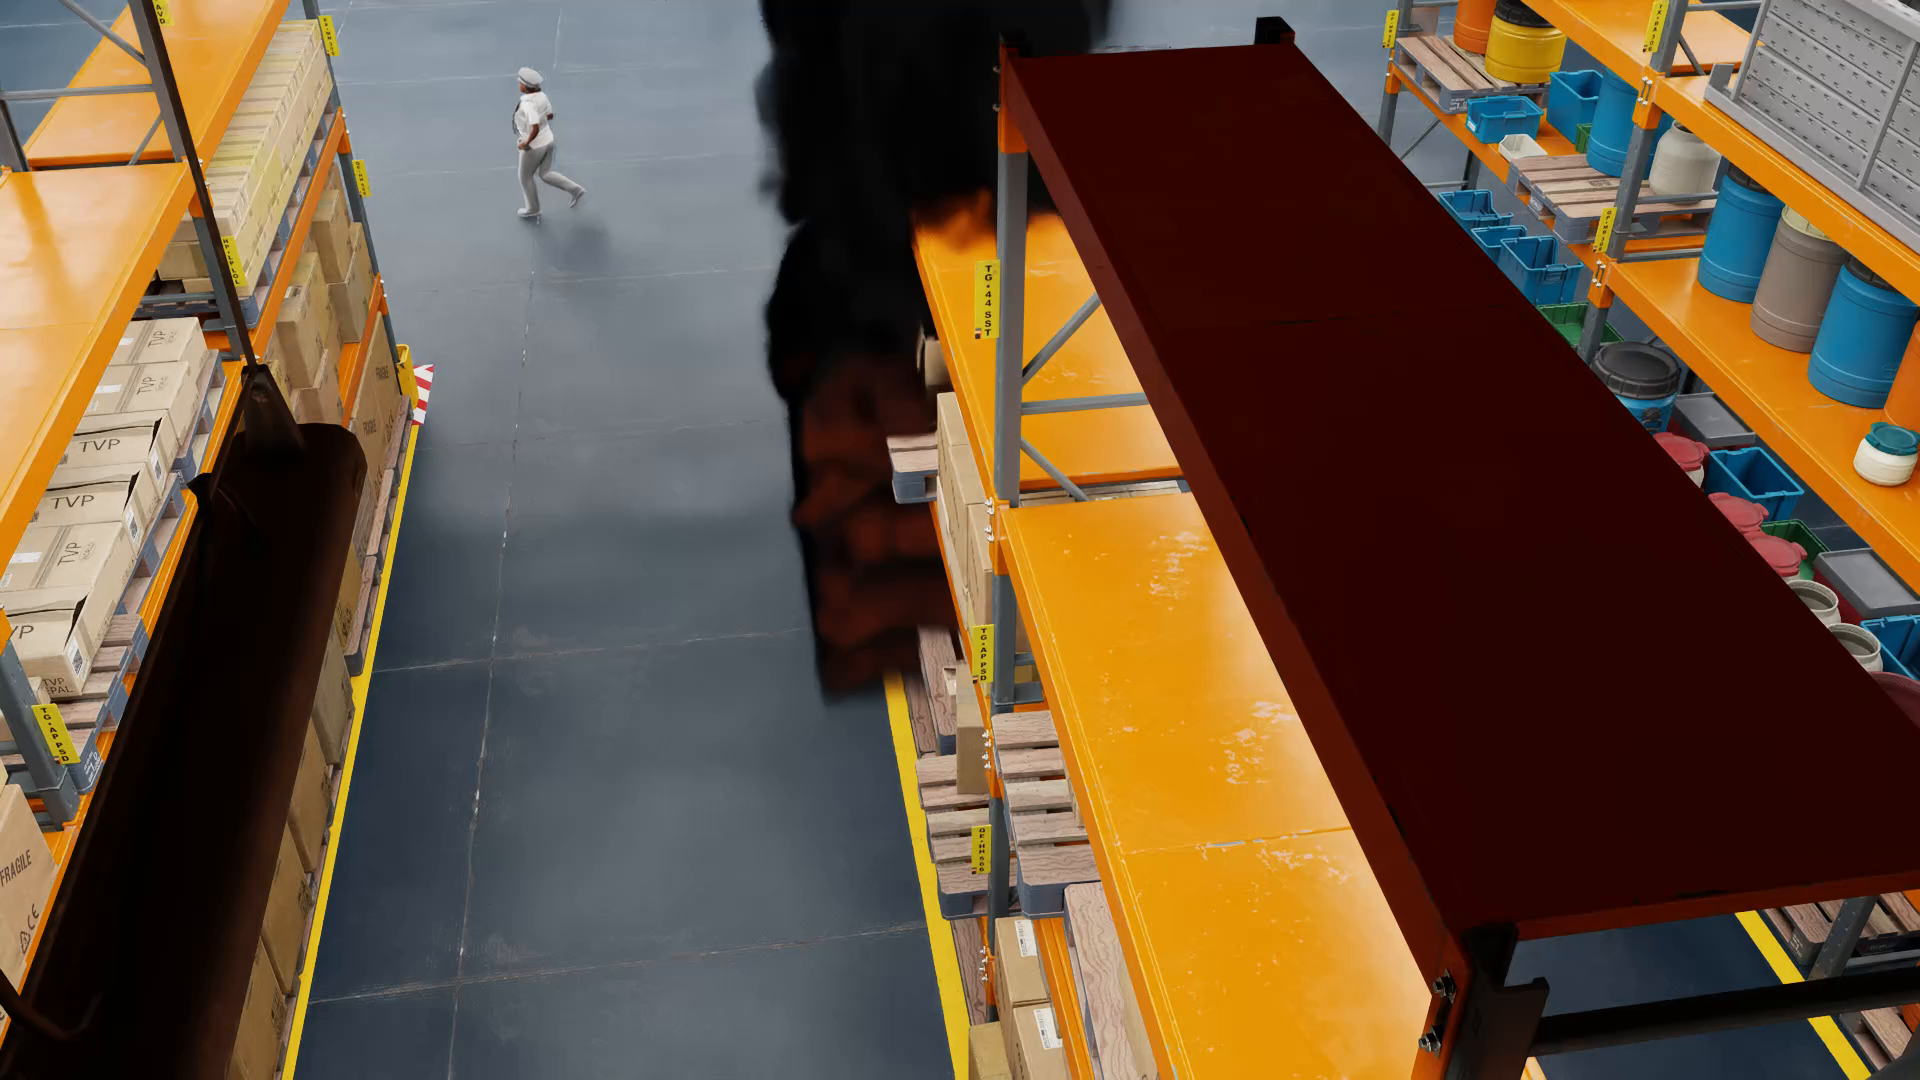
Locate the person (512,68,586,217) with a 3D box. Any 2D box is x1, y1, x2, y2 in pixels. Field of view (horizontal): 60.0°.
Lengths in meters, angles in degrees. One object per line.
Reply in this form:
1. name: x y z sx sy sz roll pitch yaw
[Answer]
1. person: -4.490 -4.215 17.790 0.828 1.690 0.581 11 38 14
